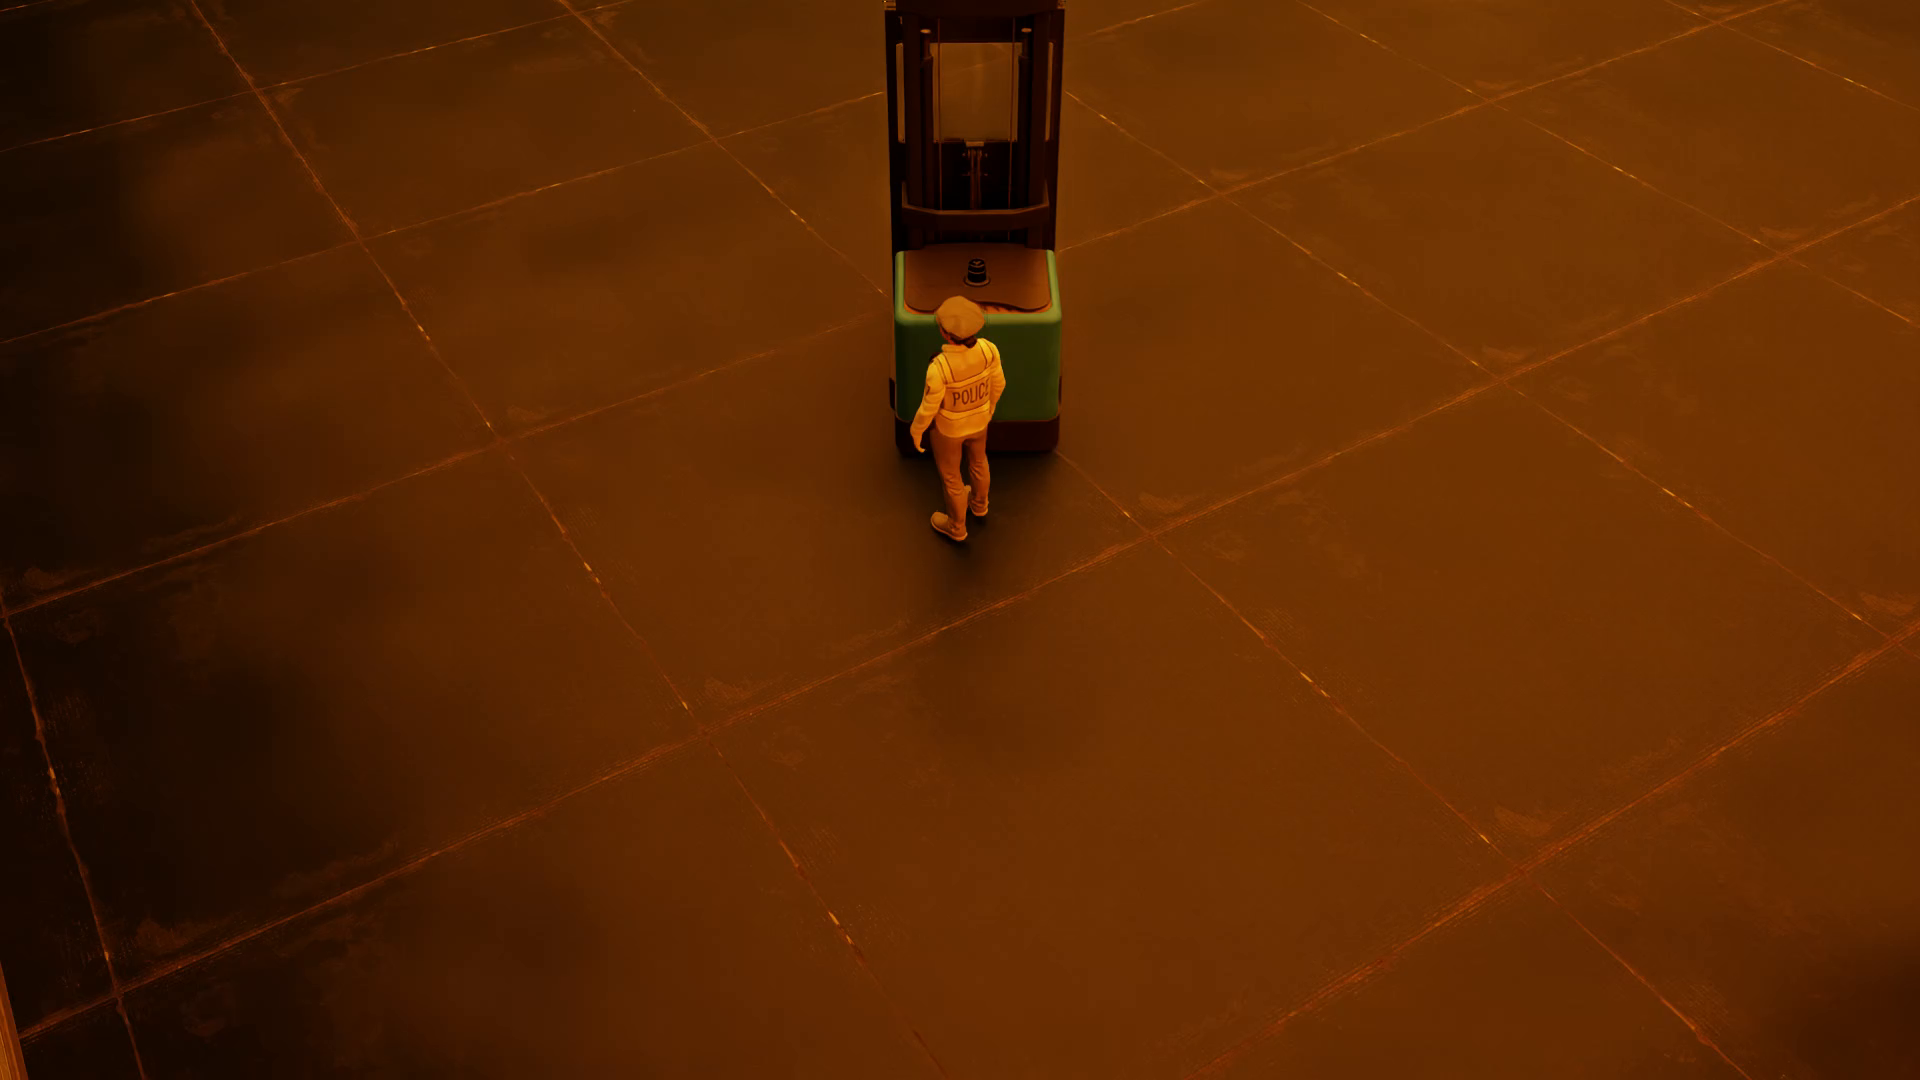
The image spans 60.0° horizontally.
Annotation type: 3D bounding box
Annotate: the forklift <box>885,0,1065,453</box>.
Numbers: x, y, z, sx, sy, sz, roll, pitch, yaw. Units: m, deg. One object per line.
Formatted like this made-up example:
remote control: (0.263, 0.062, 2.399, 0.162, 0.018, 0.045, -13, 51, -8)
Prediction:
forklift: (0.083, -2.609, 10.857, 1.130, 2.935, 3.031, -1, 41, -1)

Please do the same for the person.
person: (-0.041, -0.710, 9.558, 0.600, 1.695, 0.525, -22, 46, -24)
